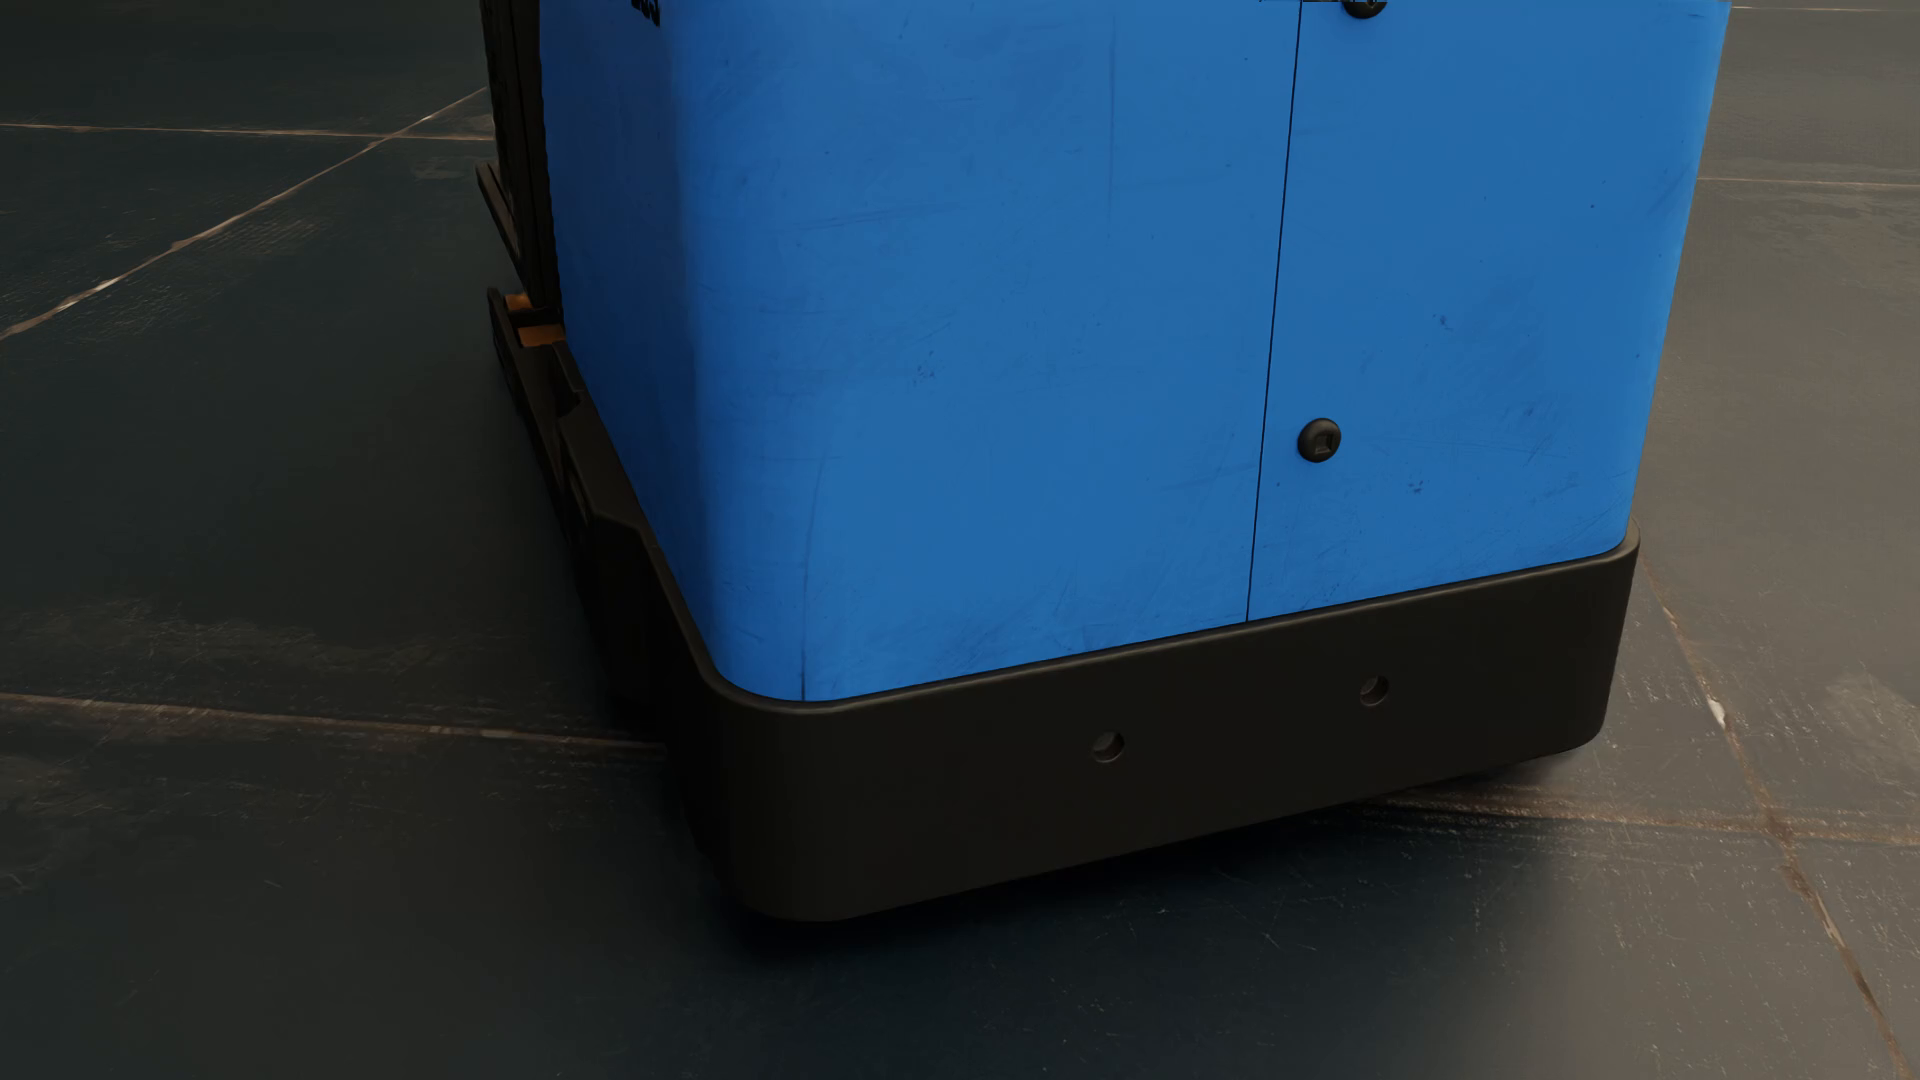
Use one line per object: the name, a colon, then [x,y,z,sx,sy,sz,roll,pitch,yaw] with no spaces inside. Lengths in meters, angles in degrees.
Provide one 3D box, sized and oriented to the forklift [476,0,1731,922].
forklift: [-0.234,-1.580,2.385,1.130,2.935,3.031,-9,28,-18]
